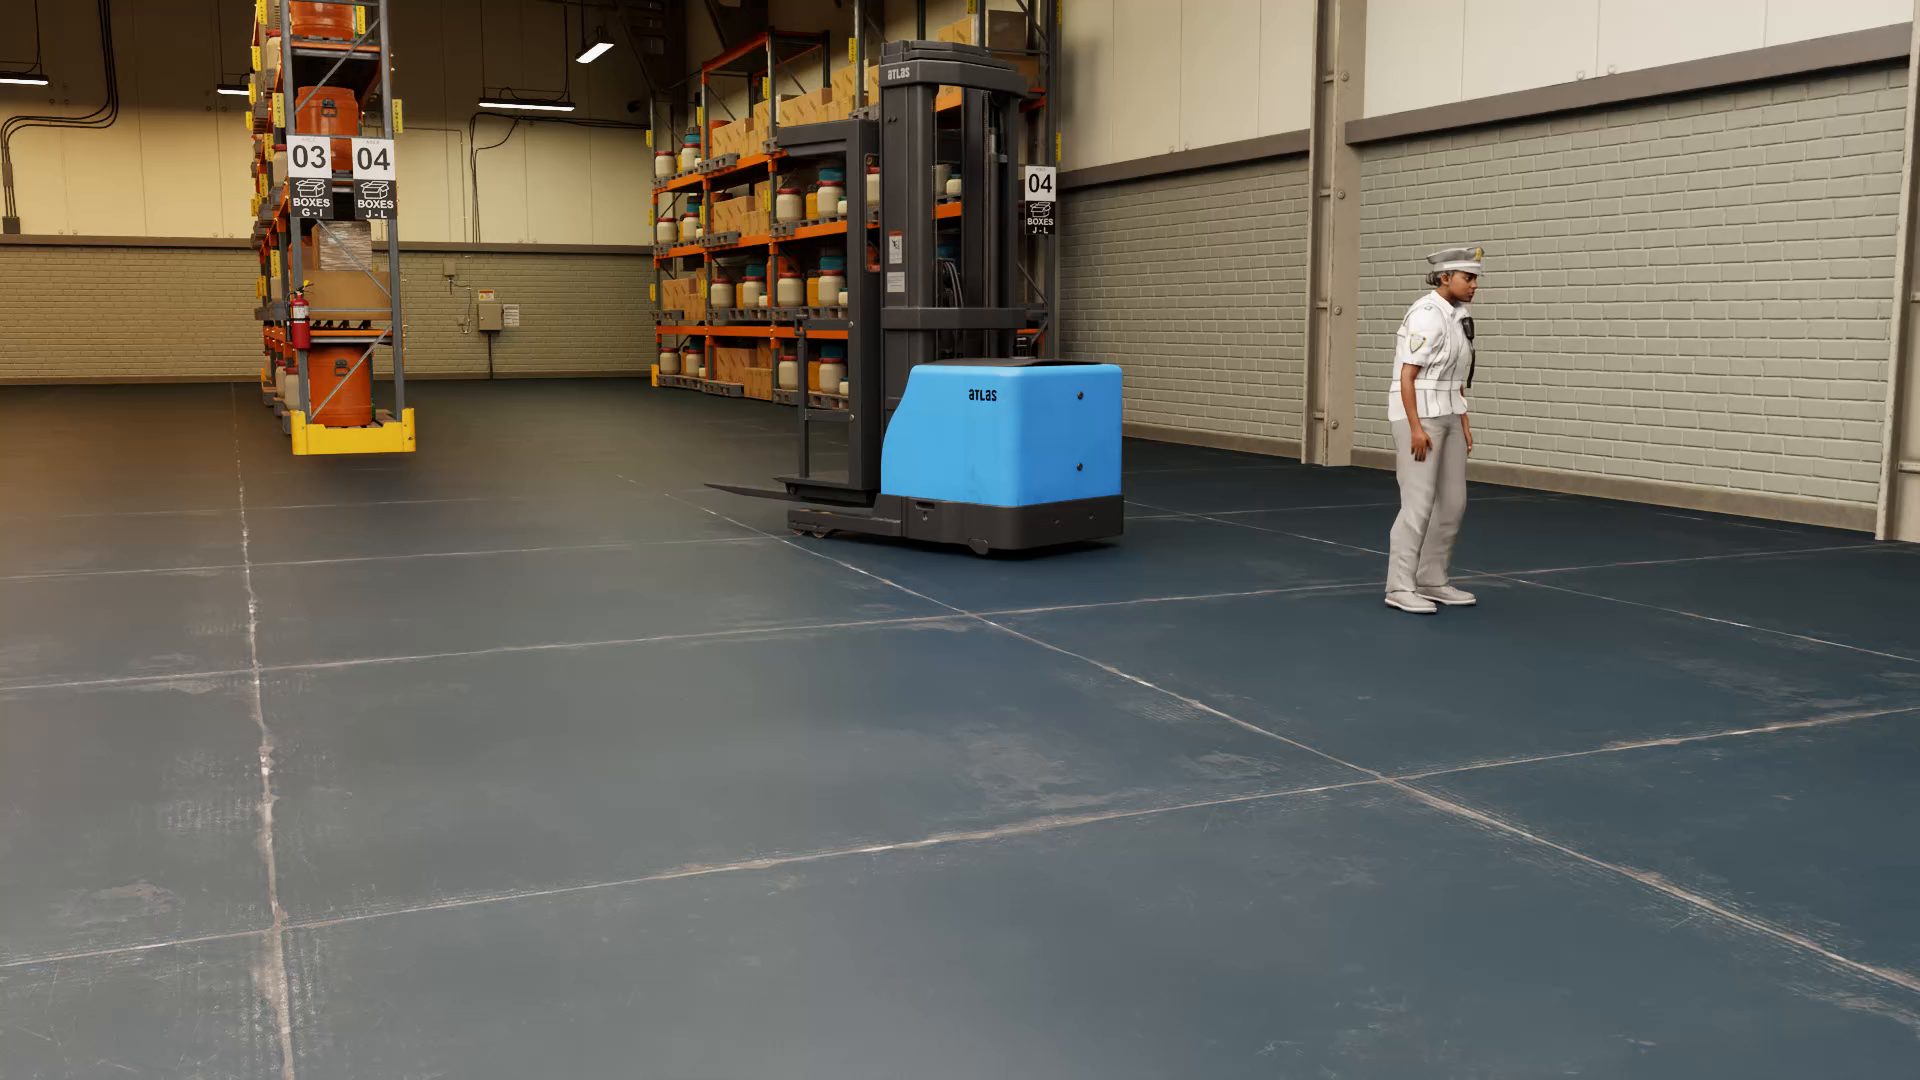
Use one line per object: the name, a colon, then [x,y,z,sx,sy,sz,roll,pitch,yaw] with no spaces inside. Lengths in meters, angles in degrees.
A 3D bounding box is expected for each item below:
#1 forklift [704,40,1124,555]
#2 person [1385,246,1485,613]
forklift: [-0.436,-1.509,10.383,3.031,2.935,1.130,7,10,44]
person: [2.205,-0.519,7.730,0.531,1.664,0.391,-7,10,-44]
